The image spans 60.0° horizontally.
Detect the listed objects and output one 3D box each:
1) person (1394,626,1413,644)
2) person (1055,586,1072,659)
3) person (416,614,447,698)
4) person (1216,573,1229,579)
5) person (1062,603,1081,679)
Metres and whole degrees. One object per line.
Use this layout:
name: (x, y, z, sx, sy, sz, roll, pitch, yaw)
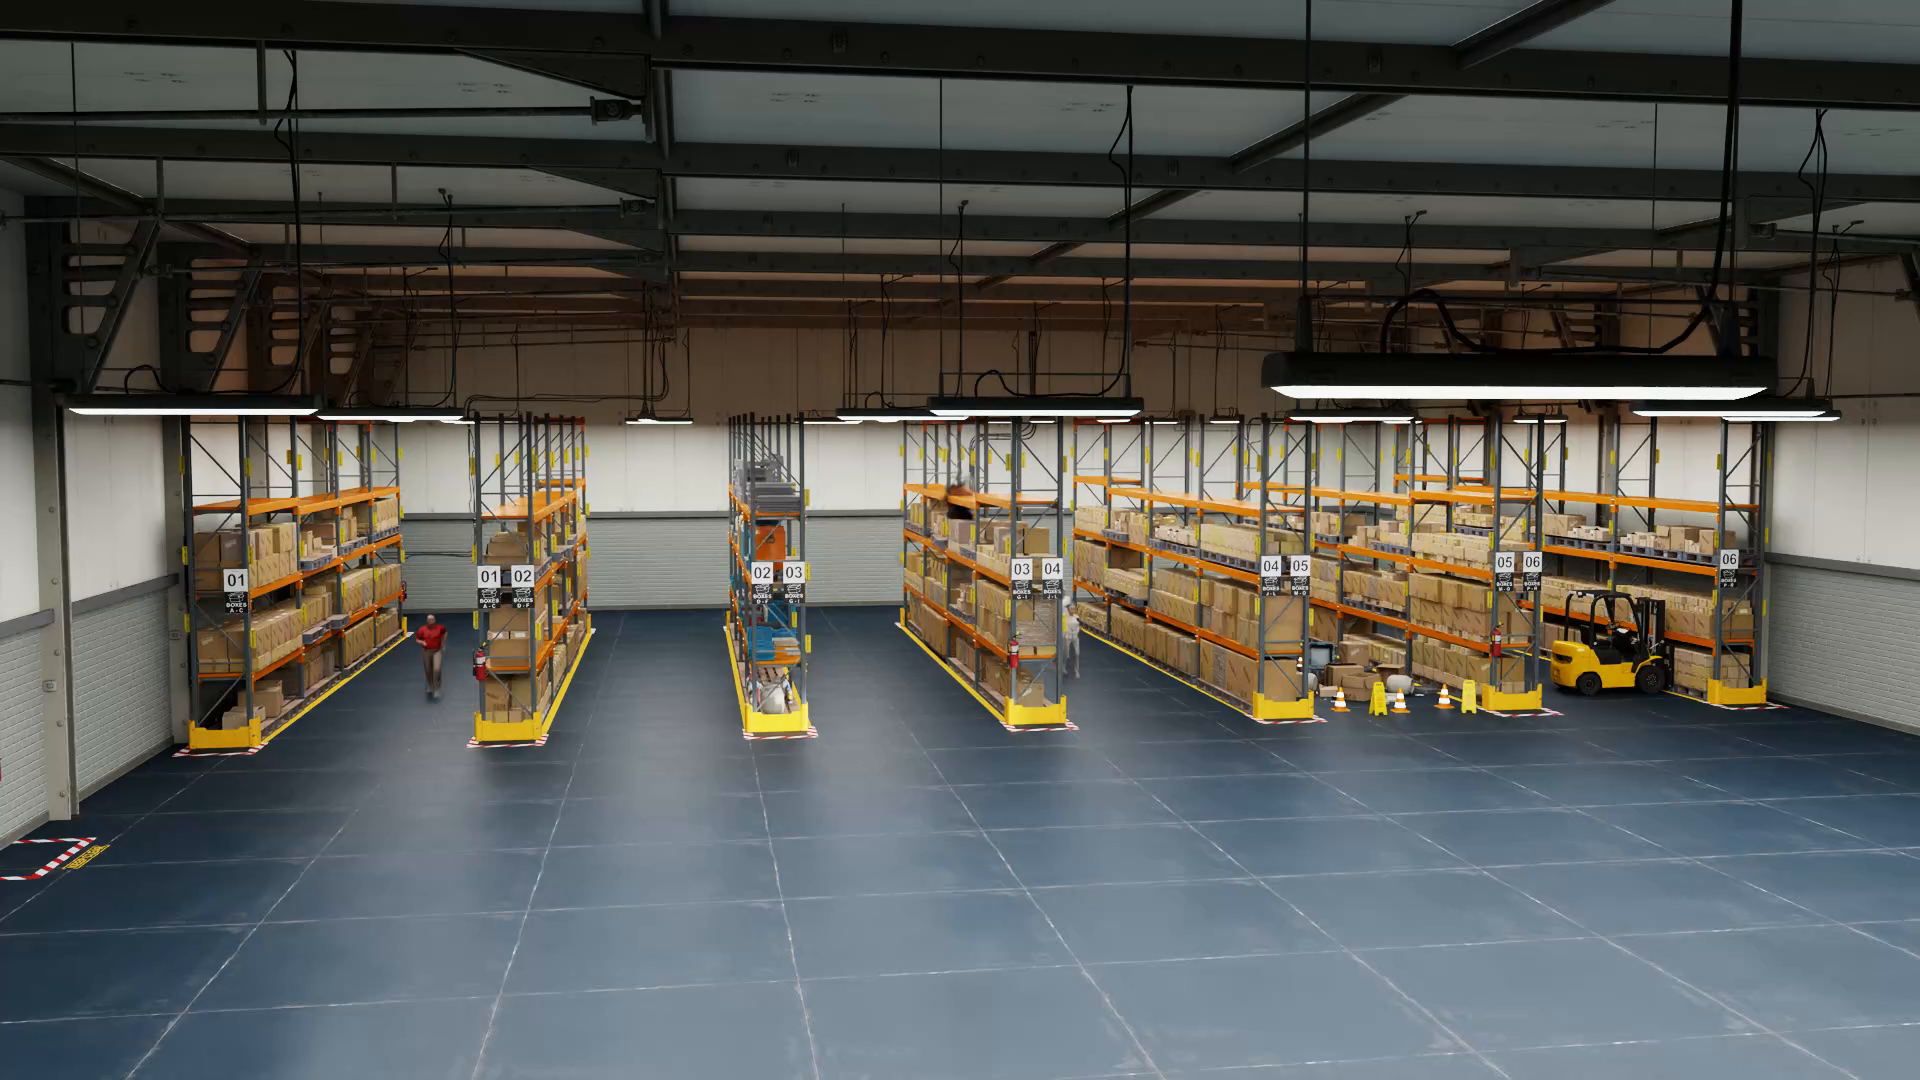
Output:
person: (11.336, 2.036, 42.513, 0.499, 1.632, 0.809, -1, 4, -15)
person: (2.521, 2.019, 41.429, 0.723, 1.795, 0.864, -1, 4, -16)
person: (-11.268, 2.450, 35.448, 0.608, 1.767, 0.909, -1, 4, -12)
person: (8.134, 1.412, 50.672, 0.805, 1.828, 0.691, -1, 4, -10)
person: (2.525, 2.297, 38.106, 0.570, 1.739, 0.830, -1, 4, -16)
